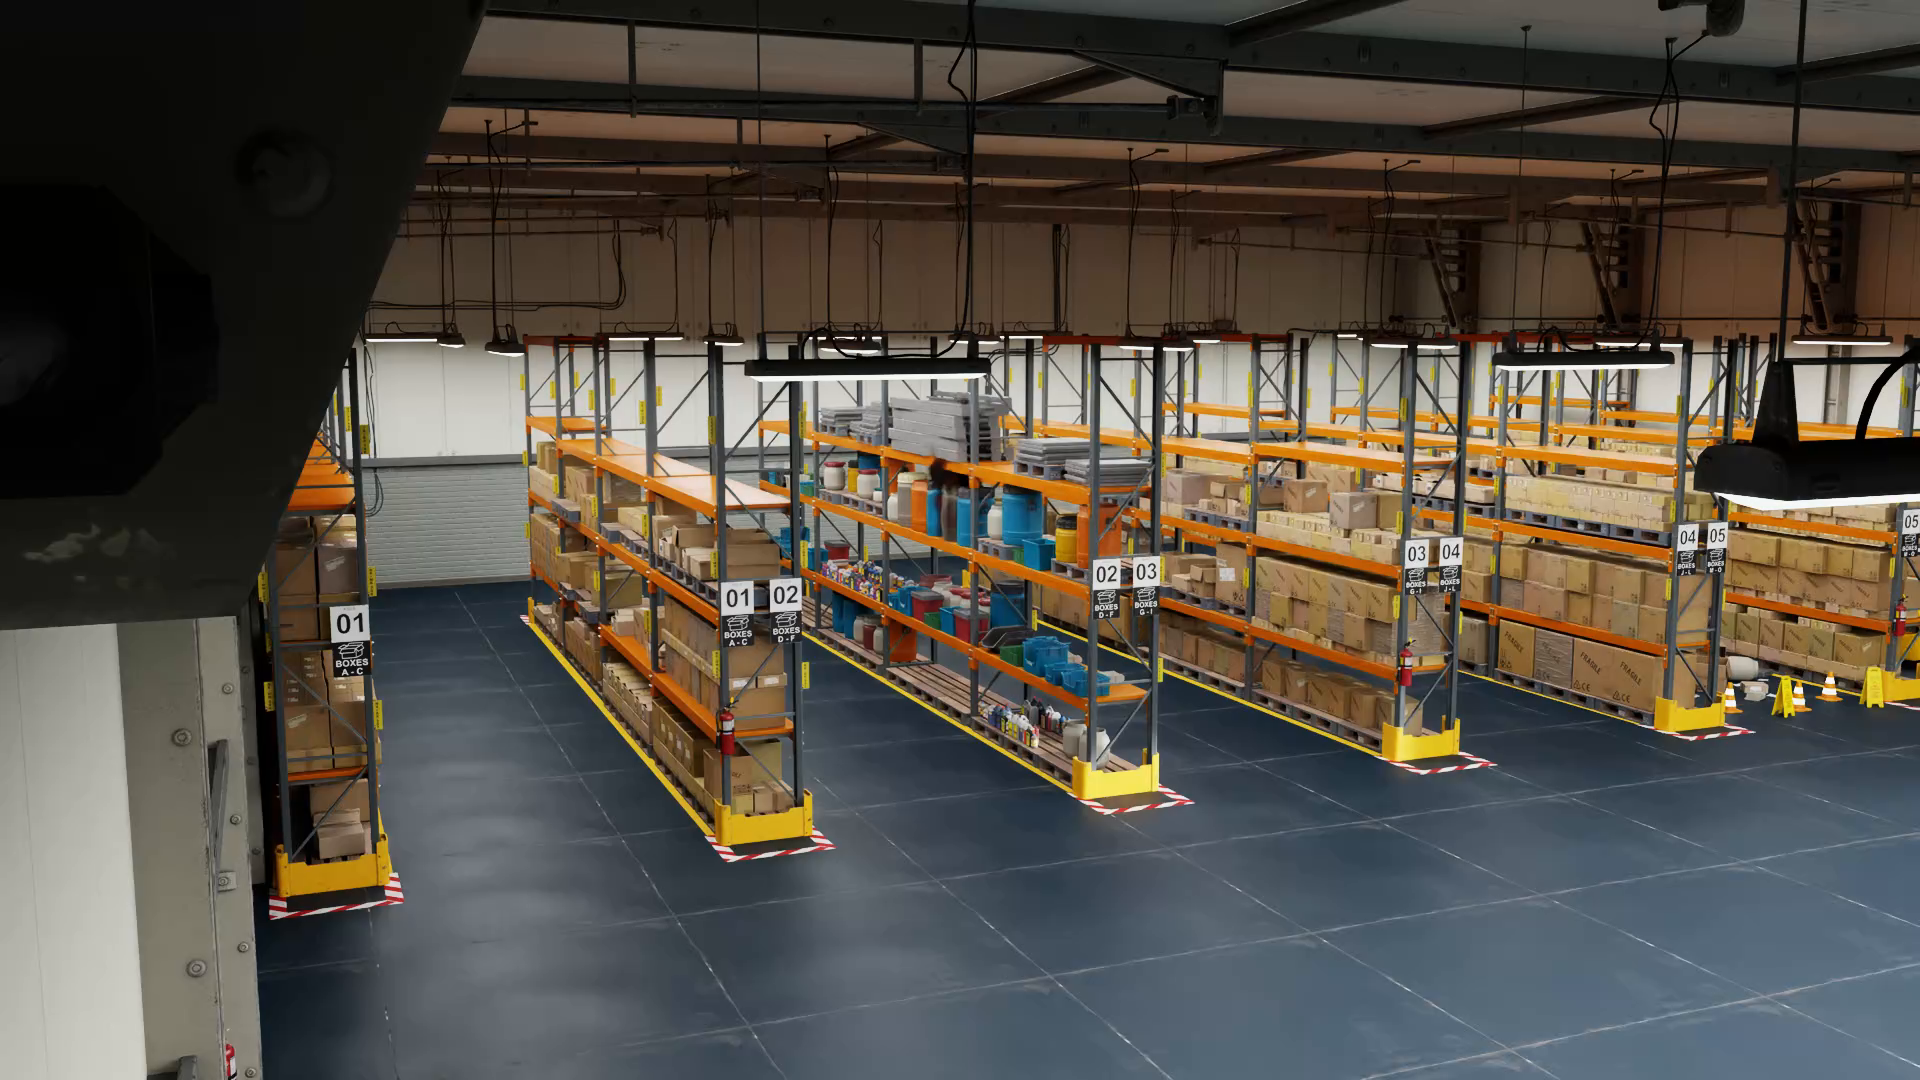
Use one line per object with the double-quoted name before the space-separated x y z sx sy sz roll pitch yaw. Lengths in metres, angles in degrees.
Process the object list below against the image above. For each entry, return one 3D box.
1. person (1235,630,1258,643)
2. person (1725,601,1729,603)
"person" 5.490 1.364 31.508 0.735 1.582 0.597 0 8 -3
"person" 15.615 1.082 33.516 0.609 1.640 0.716 -5 9 -33
